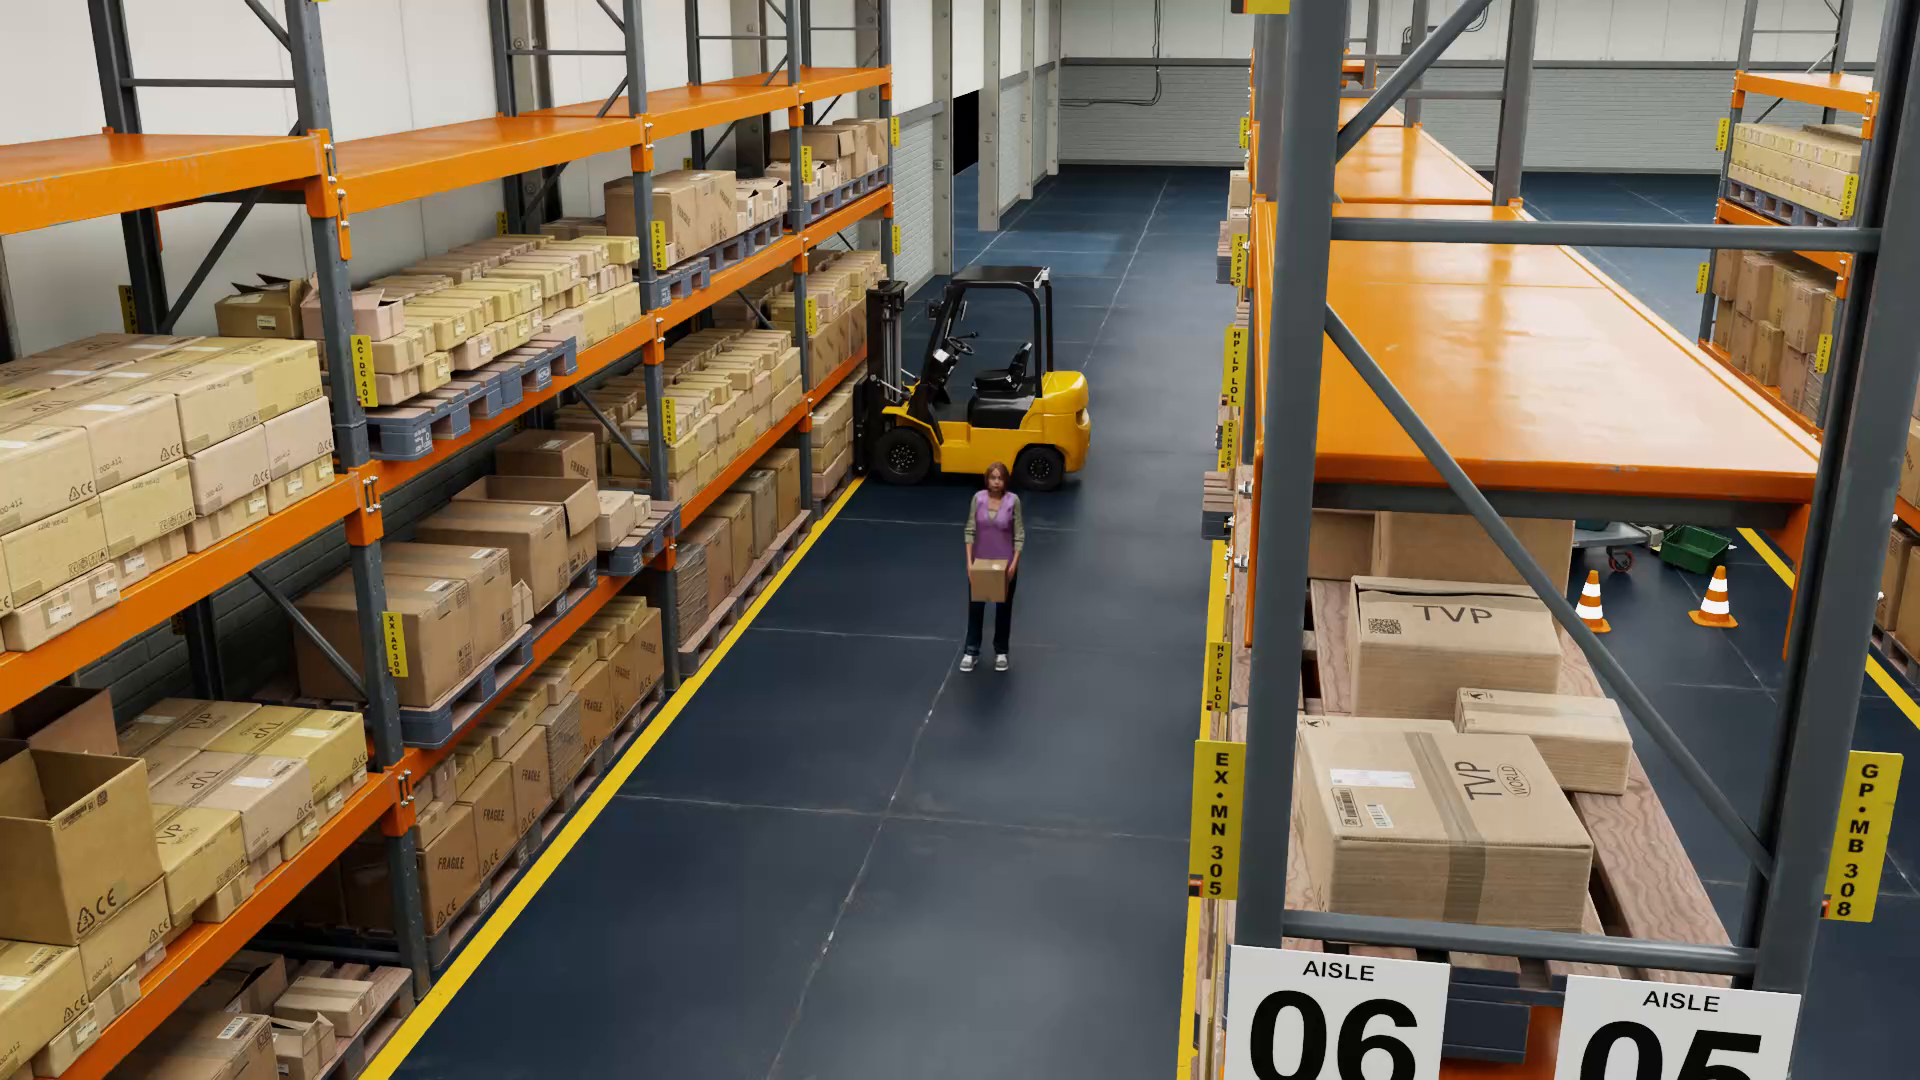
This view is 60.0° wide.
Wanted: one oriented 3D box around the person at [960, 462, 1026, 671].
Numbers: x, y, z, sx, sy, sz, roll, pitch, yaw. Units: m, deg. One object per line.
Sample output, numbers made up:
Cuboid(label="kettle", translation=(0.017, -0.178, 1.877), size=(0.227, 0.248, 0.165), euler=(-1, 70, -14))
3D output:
Cuboid(label="person", translation=(0.248, 0.207, 12.430), size=(0.477, 1.601, 0.388), euler=(3, 18, 9))
